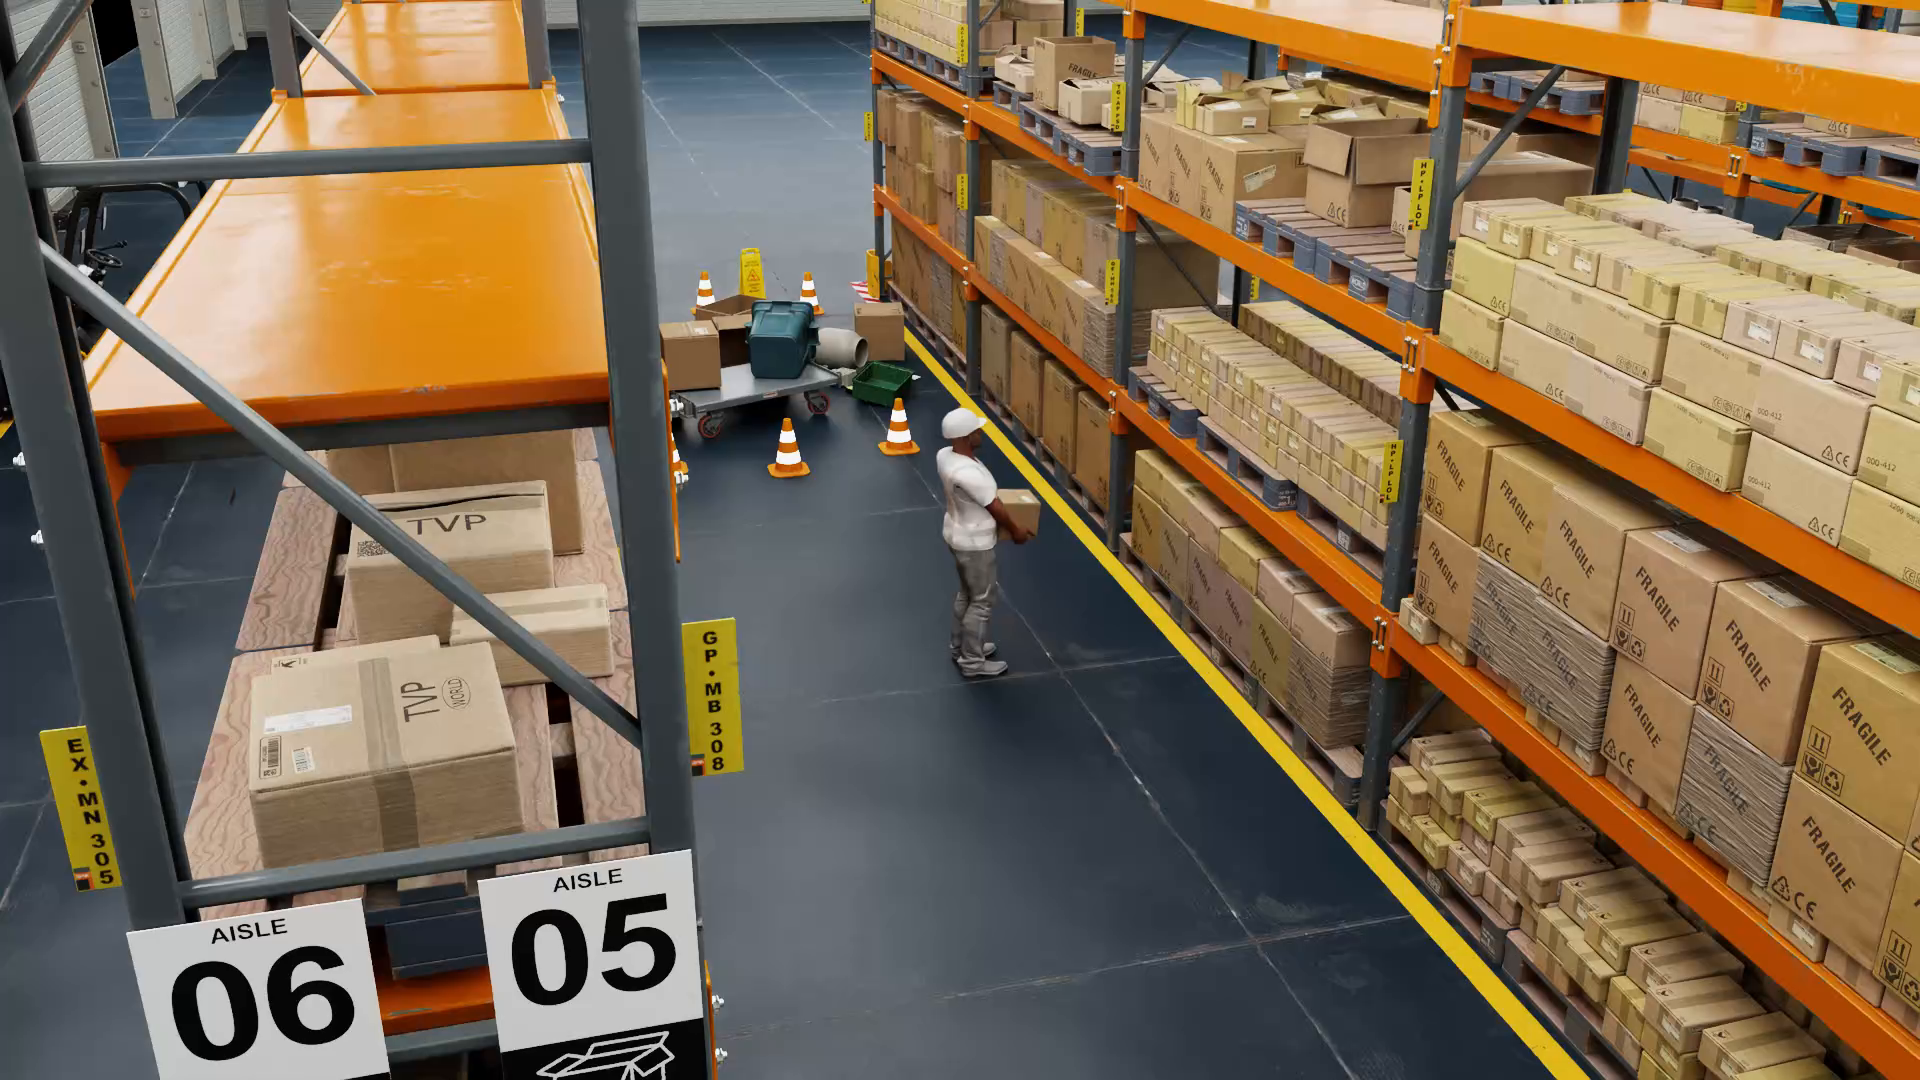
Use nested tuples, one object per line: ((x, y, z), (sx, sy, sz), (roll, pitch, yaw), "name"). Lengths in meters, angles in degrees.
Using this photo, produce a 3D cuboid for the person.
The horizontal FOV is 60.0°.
((0.151, 0.006, 10.535), (0.517, 1.773, 0.546), (2, 23, 6), "person")
